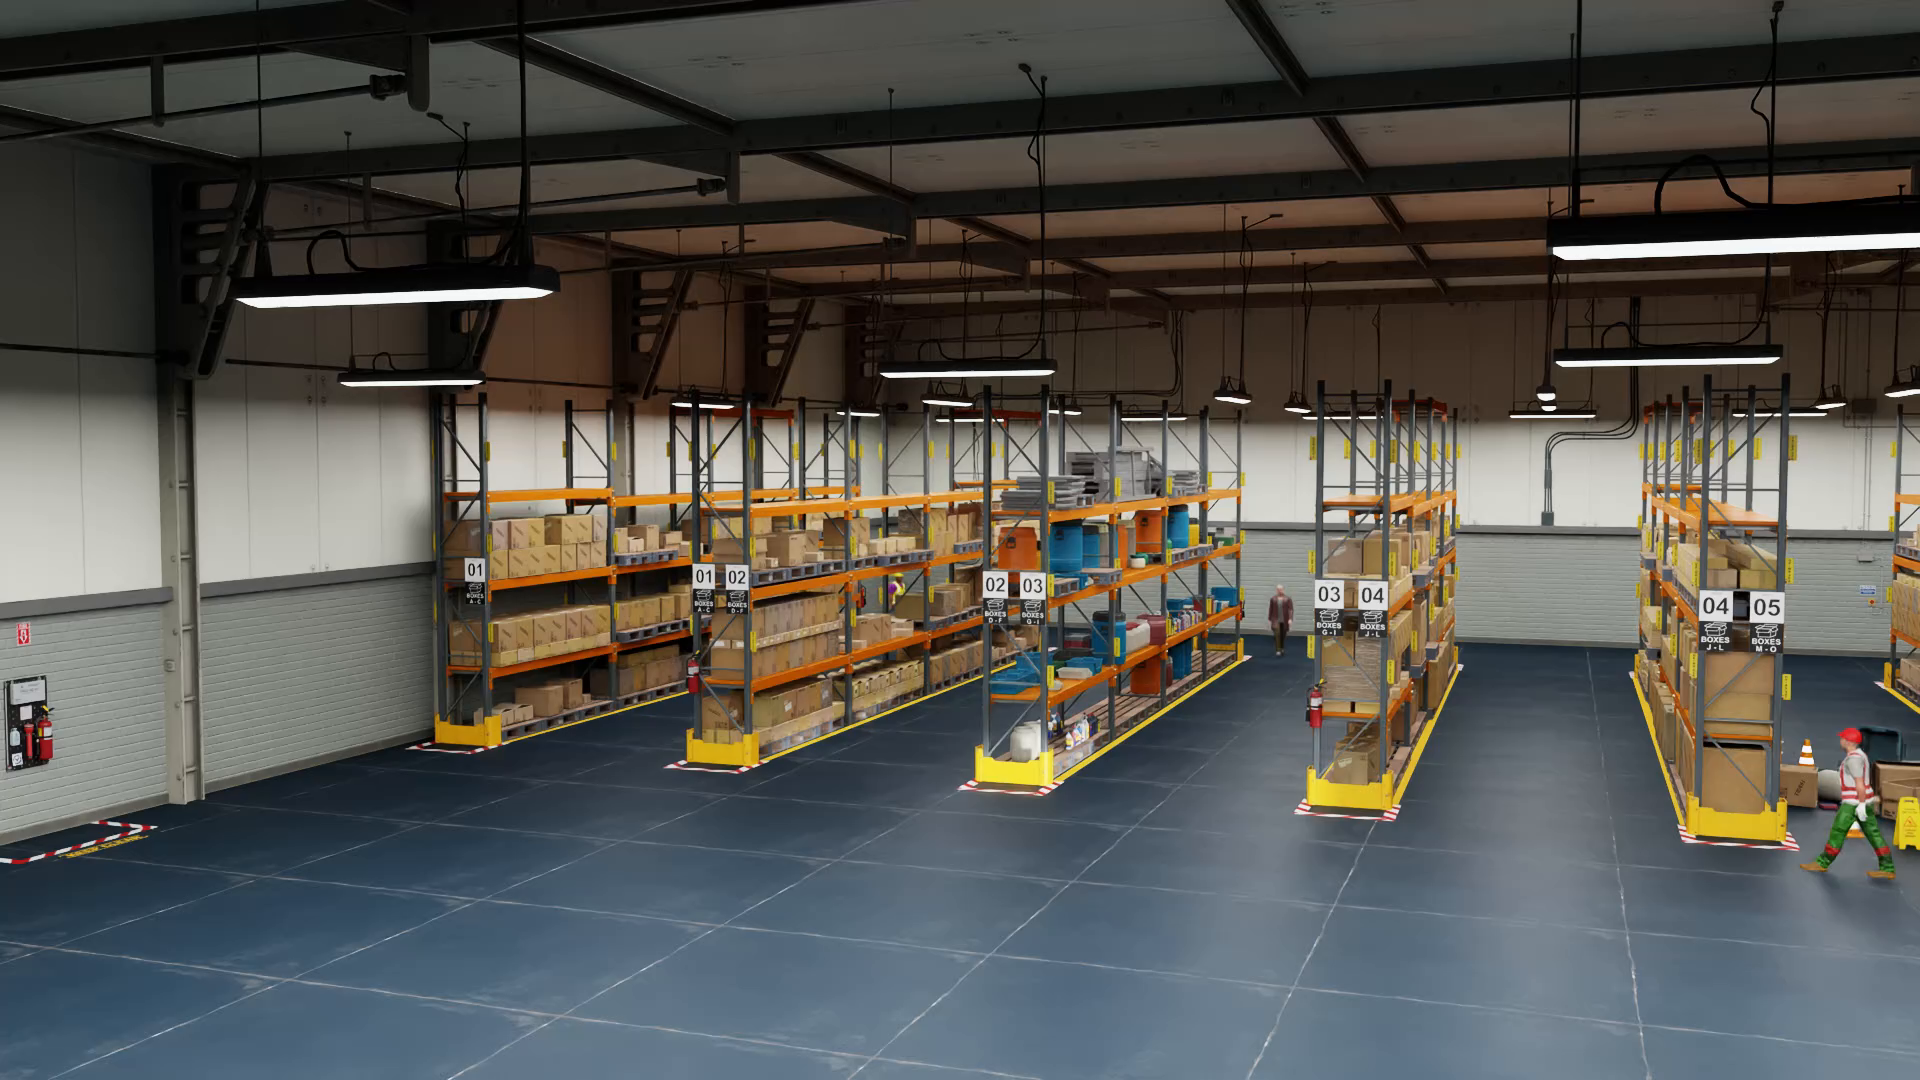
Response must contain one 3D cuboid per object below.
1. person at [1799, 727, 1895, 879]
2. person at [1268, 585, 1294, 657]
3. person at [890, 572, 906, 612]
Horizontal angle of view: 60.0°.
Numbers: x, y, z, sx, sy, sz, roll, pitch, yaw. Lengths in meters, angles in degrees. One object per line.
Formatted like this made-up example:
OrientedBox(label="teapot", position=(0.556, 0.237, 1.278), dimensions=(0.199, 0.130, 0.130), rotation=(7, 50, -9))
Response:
OrientedBox(label="person", position=(10.470, 3.064, 19.559), dimensions=(0.981, 1.724, 0.585), rotation=(3, 4, 41))
OrientedBox(label="person", position=(7.828, 1.960, 40.475), dimensions=(0.579, 1.711, 1.132), rotation=(0, 3, 2))
OrientedBox(label="person", position=(-1.644, 1.731, 44.614), dimensions=(0.448, 1.766, 0.609), rotation=(1, 3, 22))
